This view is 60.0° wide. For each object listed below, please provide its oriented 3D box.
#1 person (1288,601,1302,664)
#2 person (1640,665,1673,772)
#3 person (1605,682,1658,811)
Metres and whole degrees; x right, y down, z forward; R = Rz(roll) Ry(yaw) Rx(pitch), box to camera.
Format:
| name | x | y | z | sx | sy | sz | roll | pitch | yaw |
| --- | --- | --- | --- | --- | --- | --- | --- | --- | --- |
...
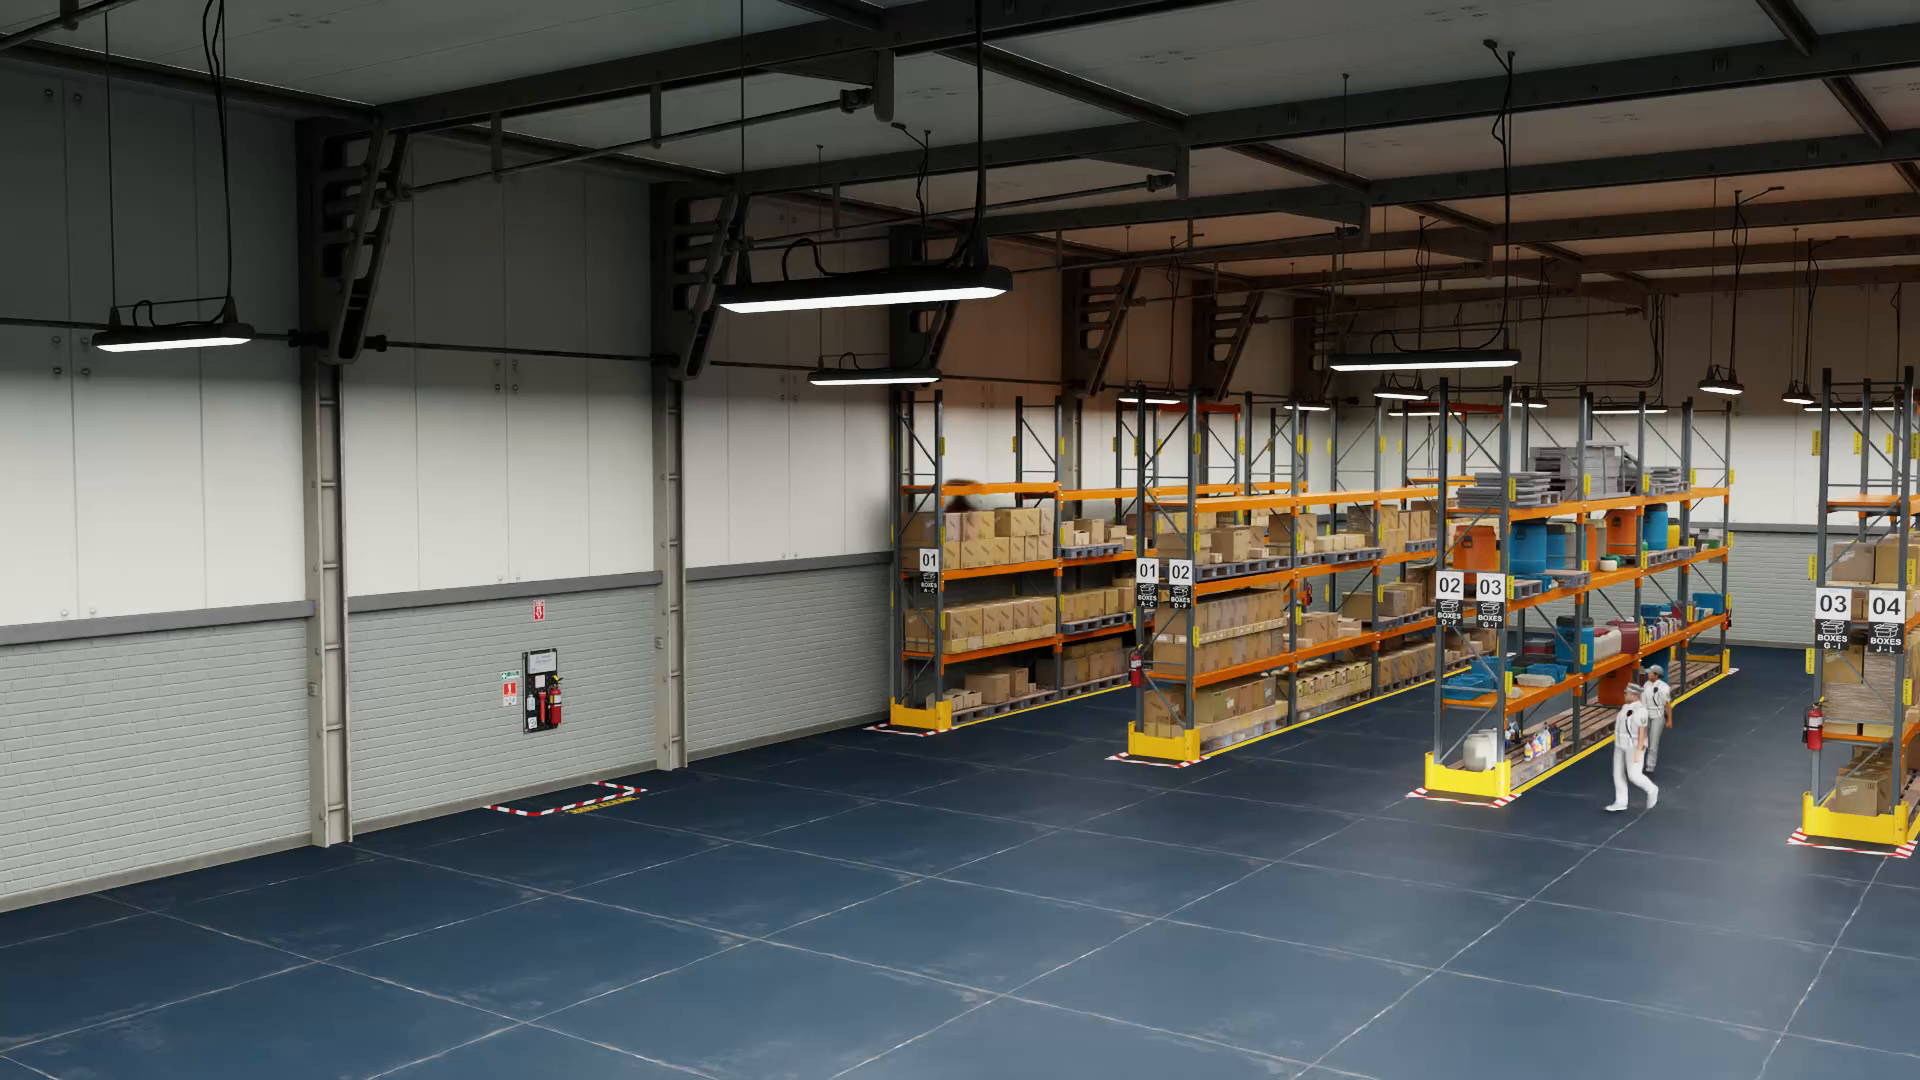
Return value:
| name | x | y | z | sx | sy | sz | roll | pitch | yaw |
| --- | --- | --- | --- | --- | --- | --- | --- | --- | --- |
| person | 7.208 | 2.135 | 35.856 | 0.345 | 1.680 | 0.551 | 2 | 4 | 36 |
| person | 10.761 | 2.743 | 25.791 | 0.609 | 1.624 | 0.953 | 3 | 4 | 40 |
| person | 9.211 | 2.824 | 22.751 | 0.691 | 1.765 | 0.507 | -2 | 4 | -25 |
